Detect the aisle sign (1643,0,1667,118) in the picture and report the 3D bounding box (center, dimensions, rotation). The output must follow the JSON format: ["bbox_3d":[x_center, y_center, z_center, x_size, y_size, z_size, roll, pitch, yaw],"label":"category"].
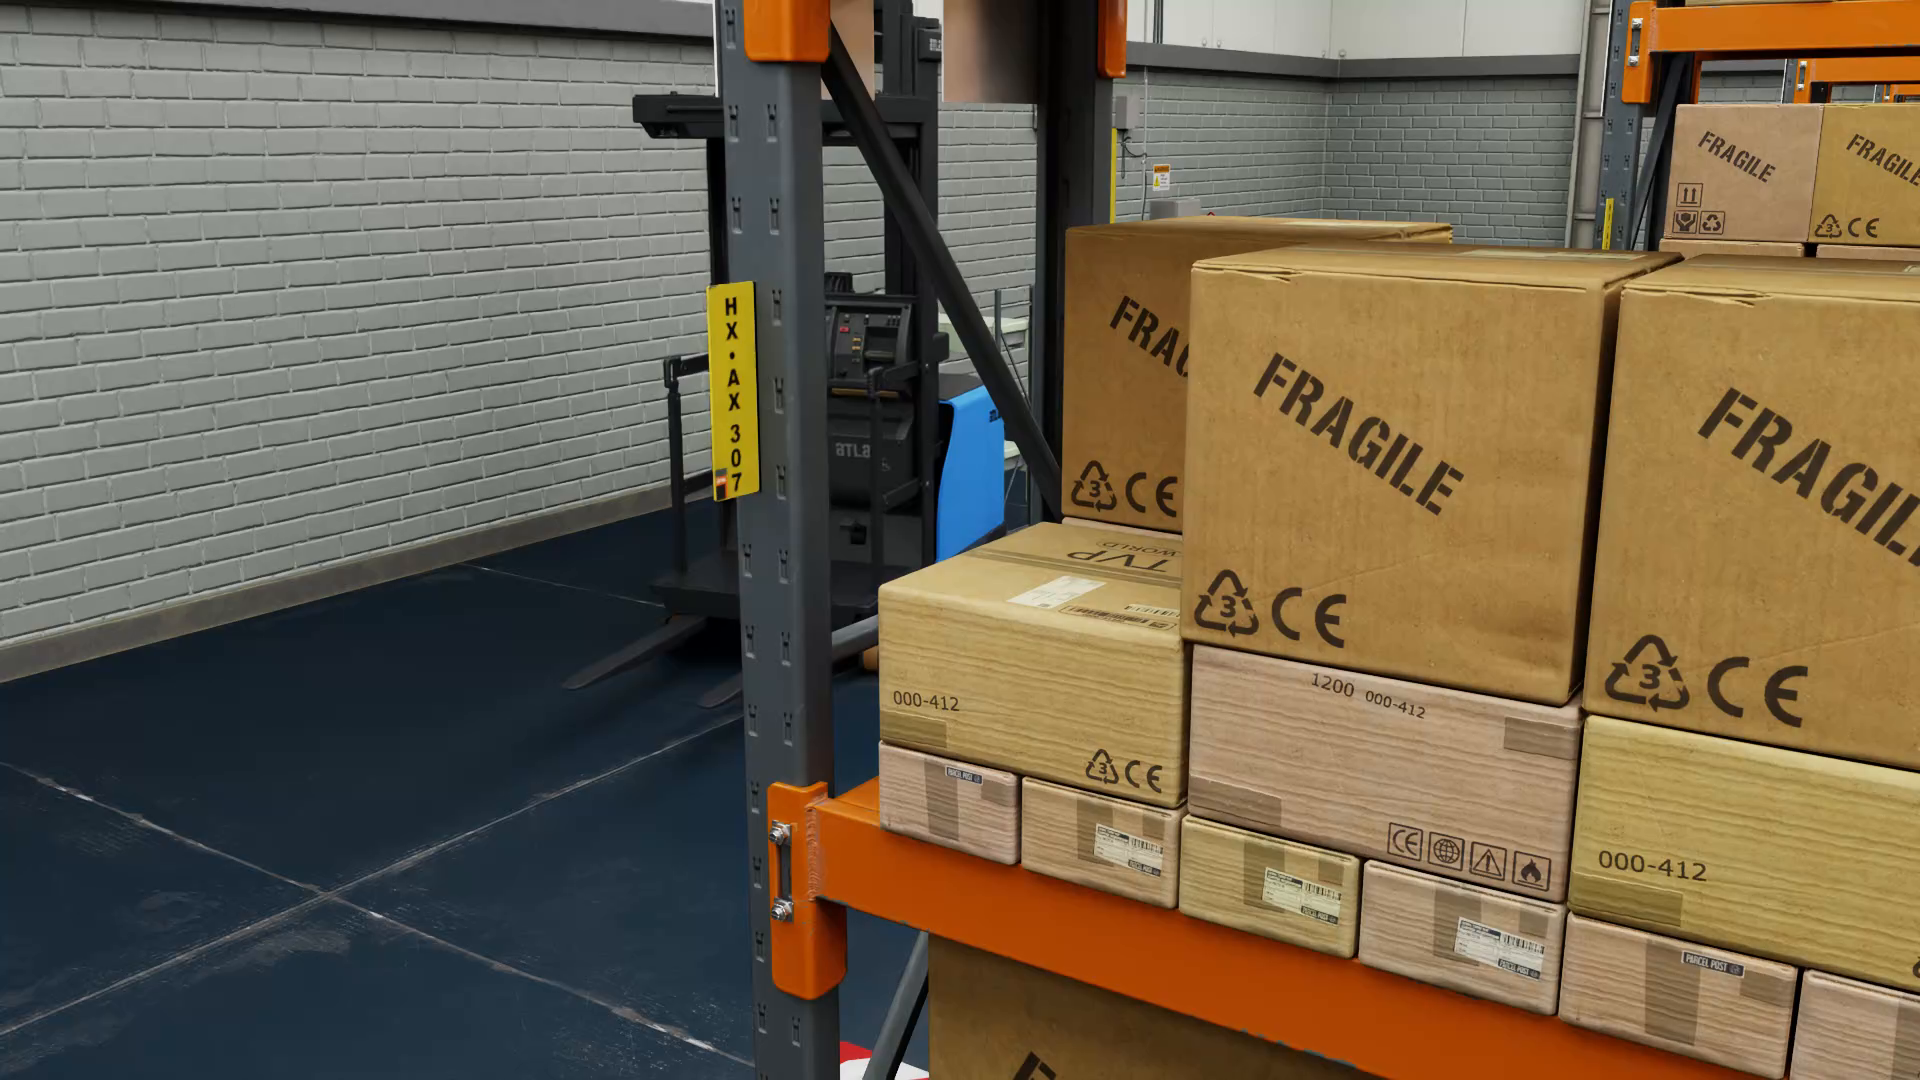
[{"bbox_3d":[2.930,-2.184,6.992,0.004,0.787,0.394,9,17,33],"label":"aisle sign"}]

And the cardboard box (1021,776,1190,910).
[{"bbox_3d":[0.295,0.393,2.517,0.250,0.149,0.380,9,16,32],"label":"cardboard box"}]

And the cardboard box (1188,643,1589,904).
[{"bbox_3d":[0.654,0.238,2.311,0.500,0.250,0.500,9,16,32],"label":"cardboard box"}]

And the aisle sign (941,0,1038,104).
[{"bbox_3d":[0.079,-1.208,3.051,0.004,0.787,0.394,9,17,33],"label":"aisle sign"}]

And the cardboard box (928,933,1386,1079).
[{"bbox_3d":[0.547,1.021,3.005,0.875,0.875,0.875,9,17,33],"label":"cardboard box"}]

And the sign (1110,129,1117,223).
[{"bbox_3d":[0.285,-0.660,3.344,0.005,0.325,0.100,9,17,33],"label":"sign"}]

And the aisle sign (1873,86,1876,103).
[{"bbox_3d":[8.048,-4.055,14.553,0.004,0.787,0.394,9,17,33],"label":"aisle sign"}]

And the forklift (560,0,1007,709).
[{"bbox_3d":[-0.737,-0.938,7.513,1.130,2.935,3.031,5,15,20],"label":"forklift"}]

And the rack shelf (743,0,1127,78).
[{"bbox_3d":[1.631,-0.715,1.725,4.000,0.370,1.077,9,17,33],"label":"rack shelf"}]

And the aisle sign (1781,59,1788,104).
[{"bbox_3d":[5.280,-3.066,10.558,0.004,0.787,0.394,9,17,33],"label":"aisle sign"}]

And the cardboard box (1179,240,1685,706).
[{"bbox_3d":[0.633,-0.127,2.226,0.500,0.500,0.500,9,16,31],"label":"cardboard box"}]

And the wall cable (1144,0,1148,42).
[{"bbox_3d":[1.047,-5.621,13.803,0.029,3.000,2.355,9,17,33],"label":"wall cable"}]

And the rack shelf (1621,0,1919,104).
[{"bbox_3d":[4.483,-1.691,5.665,4.000,0.370,1.077,9,17,33],"label":"rack shelf"}]

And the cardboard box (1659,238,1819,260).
[{"bbox_3d":[3.041,-0.930,6.509,0.500,0.500,0.500,10,17,35],"label":"cardboard box"}]

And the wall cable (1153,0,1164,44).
[{"bbox_3d":[2.633,-6.190,16.022,0.133,3.039,2.988,9,17,33],"label":"wall cable"}]

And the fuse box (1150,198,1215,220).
[{"bbox_3d":[2.103,-2.378,15.868,0.414,1.711,0.539,9,17,33],"label":"fuse box"}]

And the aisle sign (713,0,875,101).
[{"bbox_3d":[-0.256,-1.088,2.568,0.004,0.787,0.394,9,17,33],"label":"aisle sign"}]

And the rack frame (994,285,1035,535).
[{"bbox_3d":[0.309,-0.678,9.441,0.023,1.500,0.400,9,17,33],"label":"rack frame"}]

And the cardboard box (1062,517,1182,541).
[{"bbox_3d":[0.521,0.064,3.016,0.500,0.250,0.500,9,16,32],"label":"cardboard box"}]

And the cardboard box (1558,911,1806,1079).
[{"bbox_3d":[0.935,0.496,2.099,0.250,0.149,0.380,9,16,32],"label":"cardboard box"}]

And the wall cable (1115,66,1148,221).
[{"bbox_3d":[1.592,-3.382,15.127,0.122,1.984,0.588,9,17,33],"label":"wall cable"}]

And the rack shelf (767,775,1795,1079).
[{"bbox_3d":[1.631,0.741,2.085,4.000,0.370,1.077,9,17,33],"label":"rack shelf"}]

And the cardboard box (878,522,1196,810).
[{"bbox_3d":[0.219,0.170,2.587,0.500,0.250,0.500,9,16,31],"label":"cardboard box"}]

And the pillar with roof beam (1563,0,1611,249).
[{"bbox_3d":[4.132,-5.438,13.063,0.400,9.000,9.100,9,17,33],"label":"pillar with roof beam"}]

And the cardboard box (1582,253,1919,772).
[{"bbox_3d":[1.067,-0.059,1.951,0.500,0.500,0.500,9,16,31],"label":"cardboard box"}]

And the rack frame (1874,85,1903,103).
[{"bbox_3d":[8.269,-2.843,15.065,0.127,3.000,1.000,9,17,33],"label":"rack frame"}]

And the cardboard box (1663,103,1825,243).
[{"bbox_3d":[3.047,-1.417,6.398,0.500,0.500,0.500,9,17,32],"label":"cardboard box"}]

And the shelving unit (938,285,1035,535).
[{"bbox_3d":[0.006,-0.727,9.639,0.755,1.500,0.431,9,17,33],"label":"shelving unit"}]

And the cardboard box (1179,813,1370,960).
[{"bbox_3d":[0.508,0.427,2.378,0.250,0.149,0.380,9,16,31],"label":"cardboard box"}]

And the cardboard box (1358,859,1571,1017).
[{"bbox_3d":[0.725,0.462,2.238,0.250,0.149,0.380,9,16,32],"label":"cardboard box"}]

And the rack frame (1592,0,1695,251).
[{"bbox_3d":[2.823,-0.852,7.023,0.127,3.000,1.000,9,17,33],"label":"rack frame"}]

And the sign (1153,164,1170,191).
[{"bbox_3d":[1.901,-3.421,15.682,0.001,0.242,0.339,9,17,33],"label":"sign"}]

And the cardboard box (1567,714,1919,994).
[{"bbox_3d":[1.069,0.306,2.036,0.500,0.250,0.500,9,16,31],"label":"cardboard box"}]

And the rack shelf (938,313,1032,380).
[{"bbox_3d":[0.006,-1.106,9.546,0.720,0.370,0.431,9,17,33],"label":"rack shelf"}]

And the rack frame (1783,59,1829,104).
[{"bbox_3d":[5.502,-1.853,11.065,0.127,3.000,1.000,9,17,33],"label":"rack frame"}]

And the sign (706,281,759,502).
[{"bbox_3d":[-0.344,-0.225,2.525,0.005,0.325,0.100,9,17,33],"label":"sign"}]

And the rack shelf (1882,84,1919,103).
[{"bbox_3d":[9.928,-3.681,13.707,4.000,0.370,1.077,9,17,33],"label":"rack shelf"}]

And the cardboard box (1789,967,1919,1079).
[{"bbox_3d":[1.150,0.531,1.960,0.250,0.149,0.380,9,16,32],"label":"cardboard box"}]

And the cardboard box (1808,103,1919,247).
[{"bbox_3d":[3.470,-1.351,6.130,0.500,0.500,0.500,10,17,34],"label":"cardboard box"}]

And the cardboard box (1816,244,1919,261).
[{"bbox_3d":[3.500,-0.863,6.240,0.500,0.500,0.500,9,17,33],"label":"cardboard box"}]

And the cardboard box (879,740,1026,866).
[{"bbox_3d":[0.081,0.359,2.655,0.250,0.149,0.380,9,17,33],"label":"cardboard box"}]

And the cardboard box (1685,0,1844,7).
[{"bbox_3d":[3.053,-2.124,6.231,0.500,0.250,0.500,10,17,35],"label":"cardboard box"}]

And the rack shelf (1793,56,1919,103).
[{"bbox_3d":[7.161,-2.691,9.707,4.000,0.370,1.077,9,17,33],"label":"rack shelf"}]

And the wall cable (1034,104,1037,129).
[{"bbox_3d":[0.810,-3.113,13.975,0.123,1.953,0.585,9,17,33],"label":"wall cable"}]

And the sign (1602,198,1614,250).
[{"bbox_3d":[2.520,-1.164,6.482,0.005,0.325,0.100,9,17,33],"label":"sign"}]

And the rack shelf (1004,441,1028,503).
[{"bbox_3d":[0.006,-0.411,9.718,0.720,0.370,0.431,9,17,33],"label":"rack shelf"}]

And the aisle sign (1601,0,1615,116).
[{"bbox_3d":[2.595,-2.064,6.508,0.004,0.787,0.394,9,17,33],"label":"aisle sign"}]

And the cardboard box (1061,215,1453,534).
[{"bbox_3d":[0.522,-0.299,2.922,0.500,0.500,0.500,9,17,33],"label":"cardboard box"}]
